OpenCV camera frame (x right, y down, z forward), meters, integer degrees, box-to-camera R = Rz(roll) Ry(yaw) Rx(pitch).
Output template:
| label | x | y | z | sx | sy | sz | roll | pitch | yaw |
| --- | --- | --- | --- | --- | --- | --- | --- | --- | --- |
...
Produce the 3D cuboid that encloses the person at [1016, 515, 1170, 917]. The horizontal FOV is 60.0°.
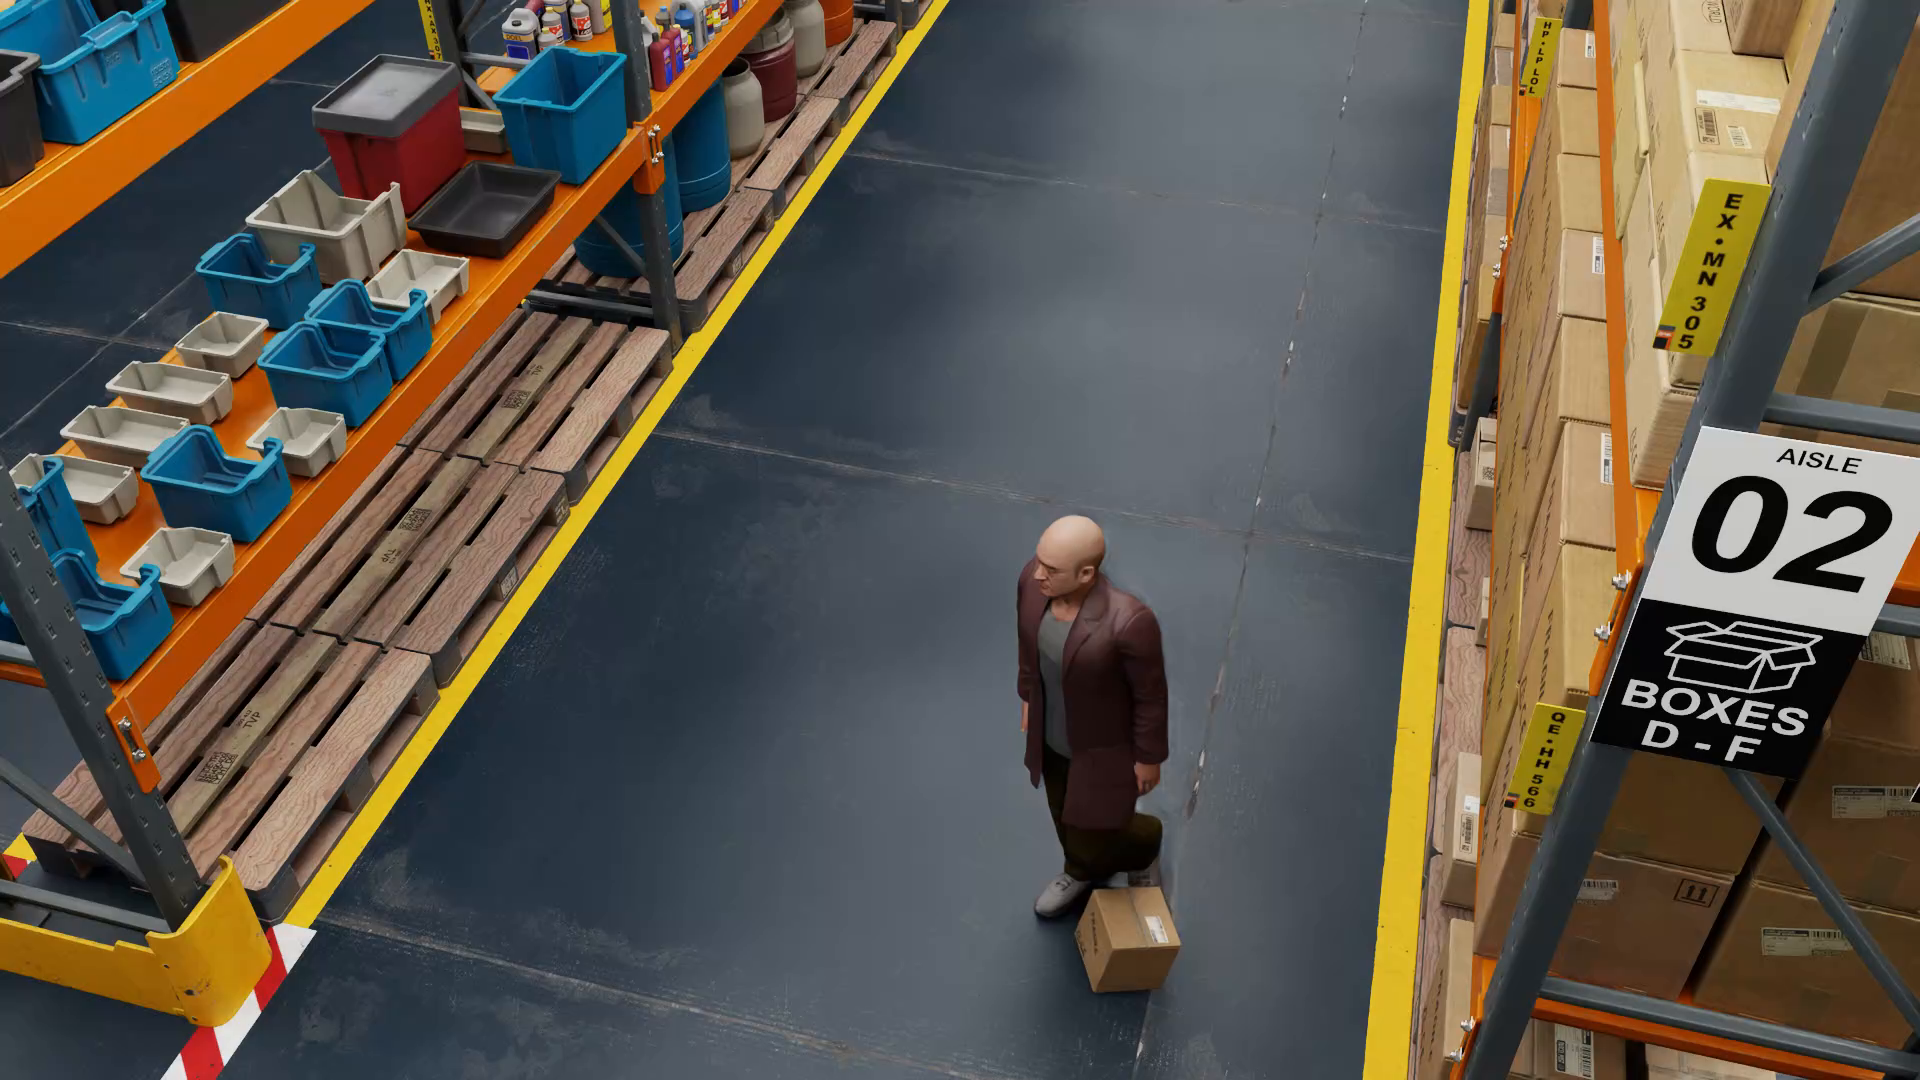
| label | x | y | z | sx | sy | sz | roll | pitch | yaw |
| --- | --- | --- | --- | --- | --- | --- | --- | --- | --- |
| person | 0.441 | 0.591 | 5.461 | 0.563 | 1.774 | 0.614 | -30 | 49 | -30 |
